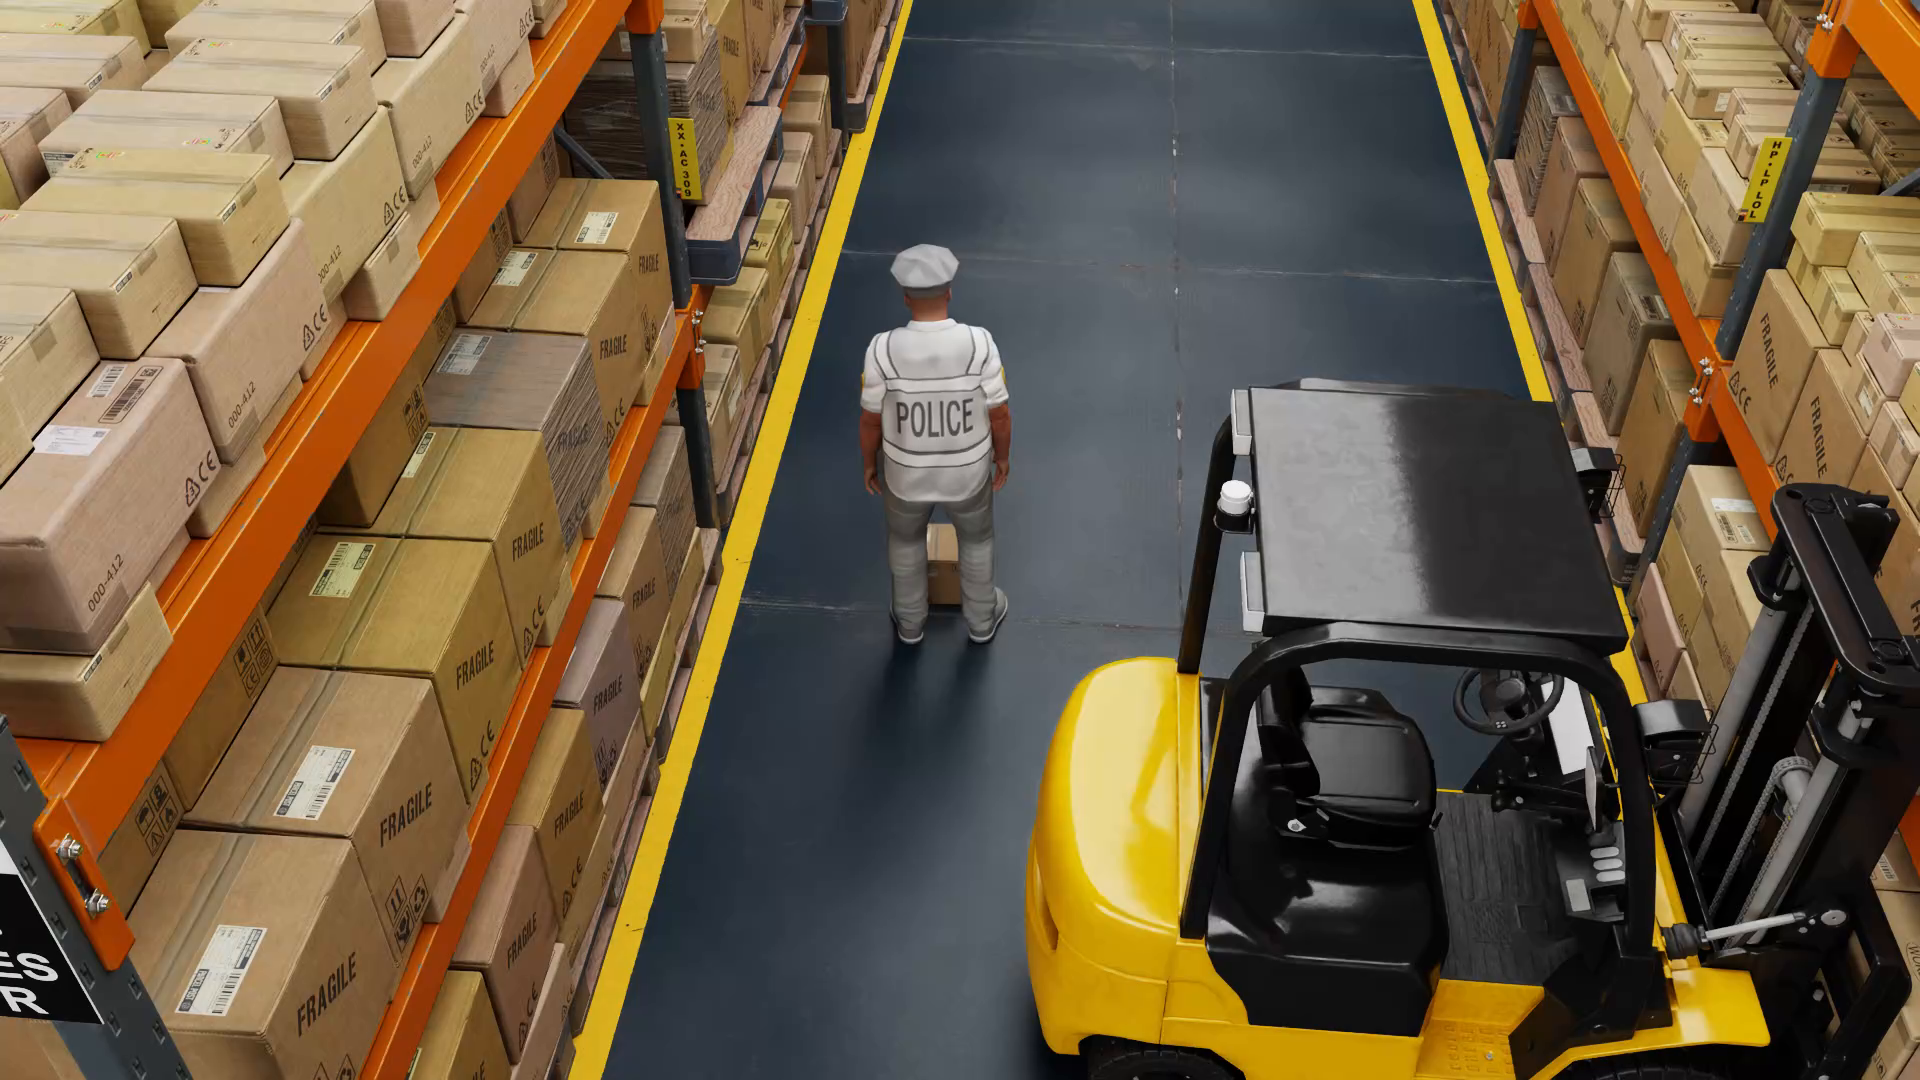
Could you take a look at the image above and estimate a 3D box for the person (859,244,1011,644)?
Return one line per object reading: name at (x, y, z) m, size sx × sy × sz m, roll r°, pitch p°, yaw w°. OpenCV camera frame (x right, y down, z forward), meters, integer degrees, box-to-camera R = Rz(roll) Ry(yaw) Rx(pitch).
person at (-0.090, -0.294, 6.504) m, size 0.595 × 1.746 × 0.439 m, roll -1°, pitch 40°, yaw -1°
